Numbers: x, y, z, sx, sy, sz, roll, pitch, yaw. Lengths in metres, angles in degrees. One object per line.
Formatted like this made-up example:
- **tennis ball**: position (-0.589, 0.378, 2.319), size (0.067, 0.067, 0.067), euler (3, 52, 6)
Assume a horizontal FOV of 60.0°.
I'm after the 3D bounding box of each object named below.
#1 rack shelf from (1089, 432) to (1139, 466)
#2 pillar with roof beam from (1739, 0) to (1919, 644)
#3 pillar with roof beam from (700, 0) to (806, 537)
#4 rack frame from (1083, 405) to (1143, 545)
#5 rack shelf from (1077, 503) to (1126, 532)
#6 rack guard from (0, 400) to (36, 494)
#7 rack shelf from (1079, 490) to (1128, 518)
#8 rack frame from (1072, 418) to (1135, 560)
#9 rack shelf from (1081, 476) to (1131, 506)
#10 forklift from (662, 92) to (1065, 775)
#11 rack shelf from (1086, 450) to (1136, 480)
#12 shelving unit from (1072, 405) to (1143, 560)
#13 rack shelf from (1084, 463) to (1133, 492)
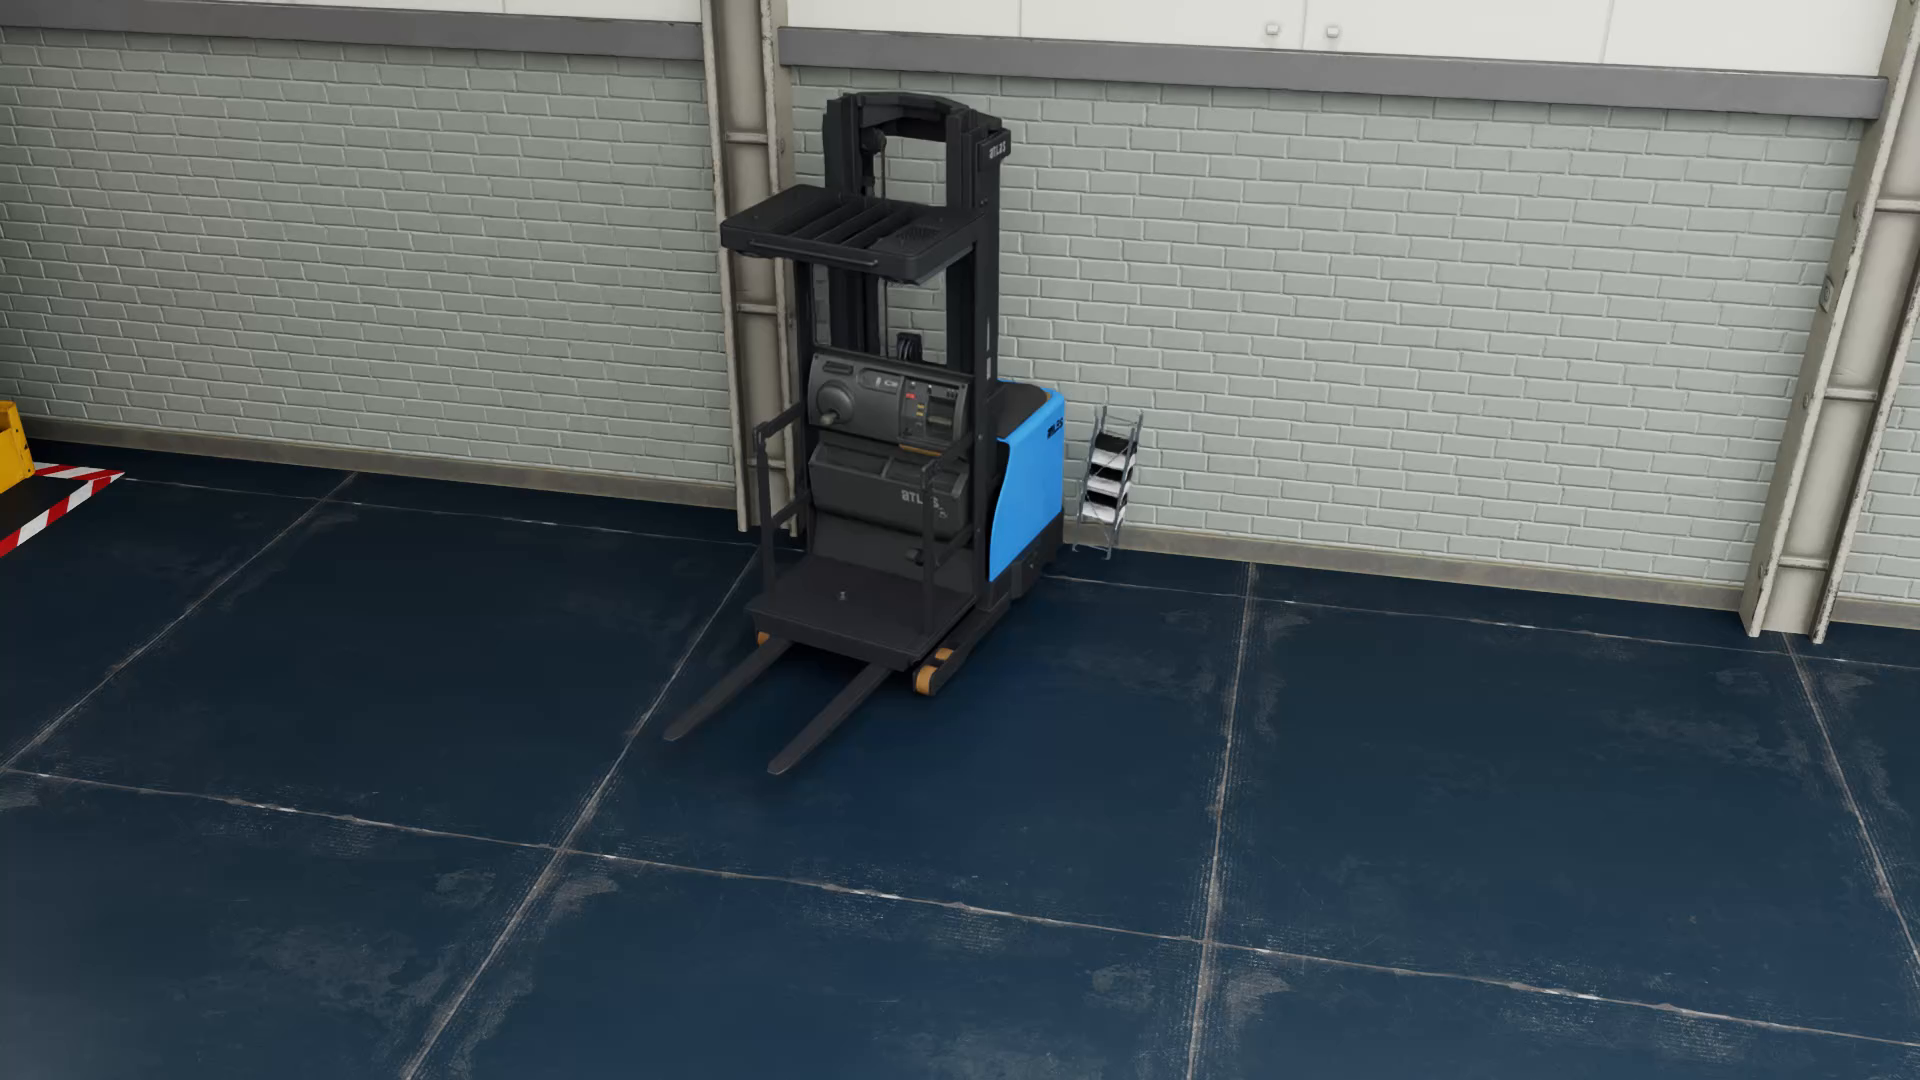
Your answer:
- **rack shelf**: position (0.914, -0.543, 9.894), size (0.258, 0.077, 0.200), euler (15, 31, 13)
- **pillar with roof beam**: position (3.791, -1.434, 3.661), size (0.400, 9.000, 9.100), euler (6, 29, 11)
- **pillar with roof beam**: position (-2.077, -2.036, 4.760), size (0.400, 9.000, 9.100), euler (6, 29, 11)
- **rack frame**: position (0.917, -0.384, 10.097), size (0.240, 0.900, 0.006), euler (15, 31, 13)
- **rack shelf**: position (0.859, -0.156, 10.117), size (0.258, 0.077, 0.200), euler (15, 31, 13)
- **rack guard**: position (-6.529, -0.436, 10.688), size (0.348, 0.500, 1.175), euler (6, 29, 11)
- **rack shelf**: position (0.870, -0.234, 10.073), size (0.258, 0.077, 0.200), euler (15, 31, 13)
- **rack frame**: position (0.852, -0.295, 9.926), size (0.240, 0.900, 0.006), euler (15, 31, 13)
- **rack shelf**: position (0.881, -0.311, 10.028), size (0.258, 0.077, 0.200), euler (15, 31, 13)
- **forklift**: position (-0.483, -0.694, 8.627), size (1.130, 2.935, 3.031), euler (14, 32, 23)
- **rack shelf**: position (0.903, -0.466, 9.939), size (0.258, 0.077, 0.200), euler (15, 31, 13)
- **shelving unit**: position (0.885, -0.340, 10.011), size (0.258, 0.900, 0.210), euler (15, 31, 13)
- **rack shelf**: position (0.892, -0.388, 9.983), size (0.258, 0.077, 0.200), euler (15, 31, 13)
